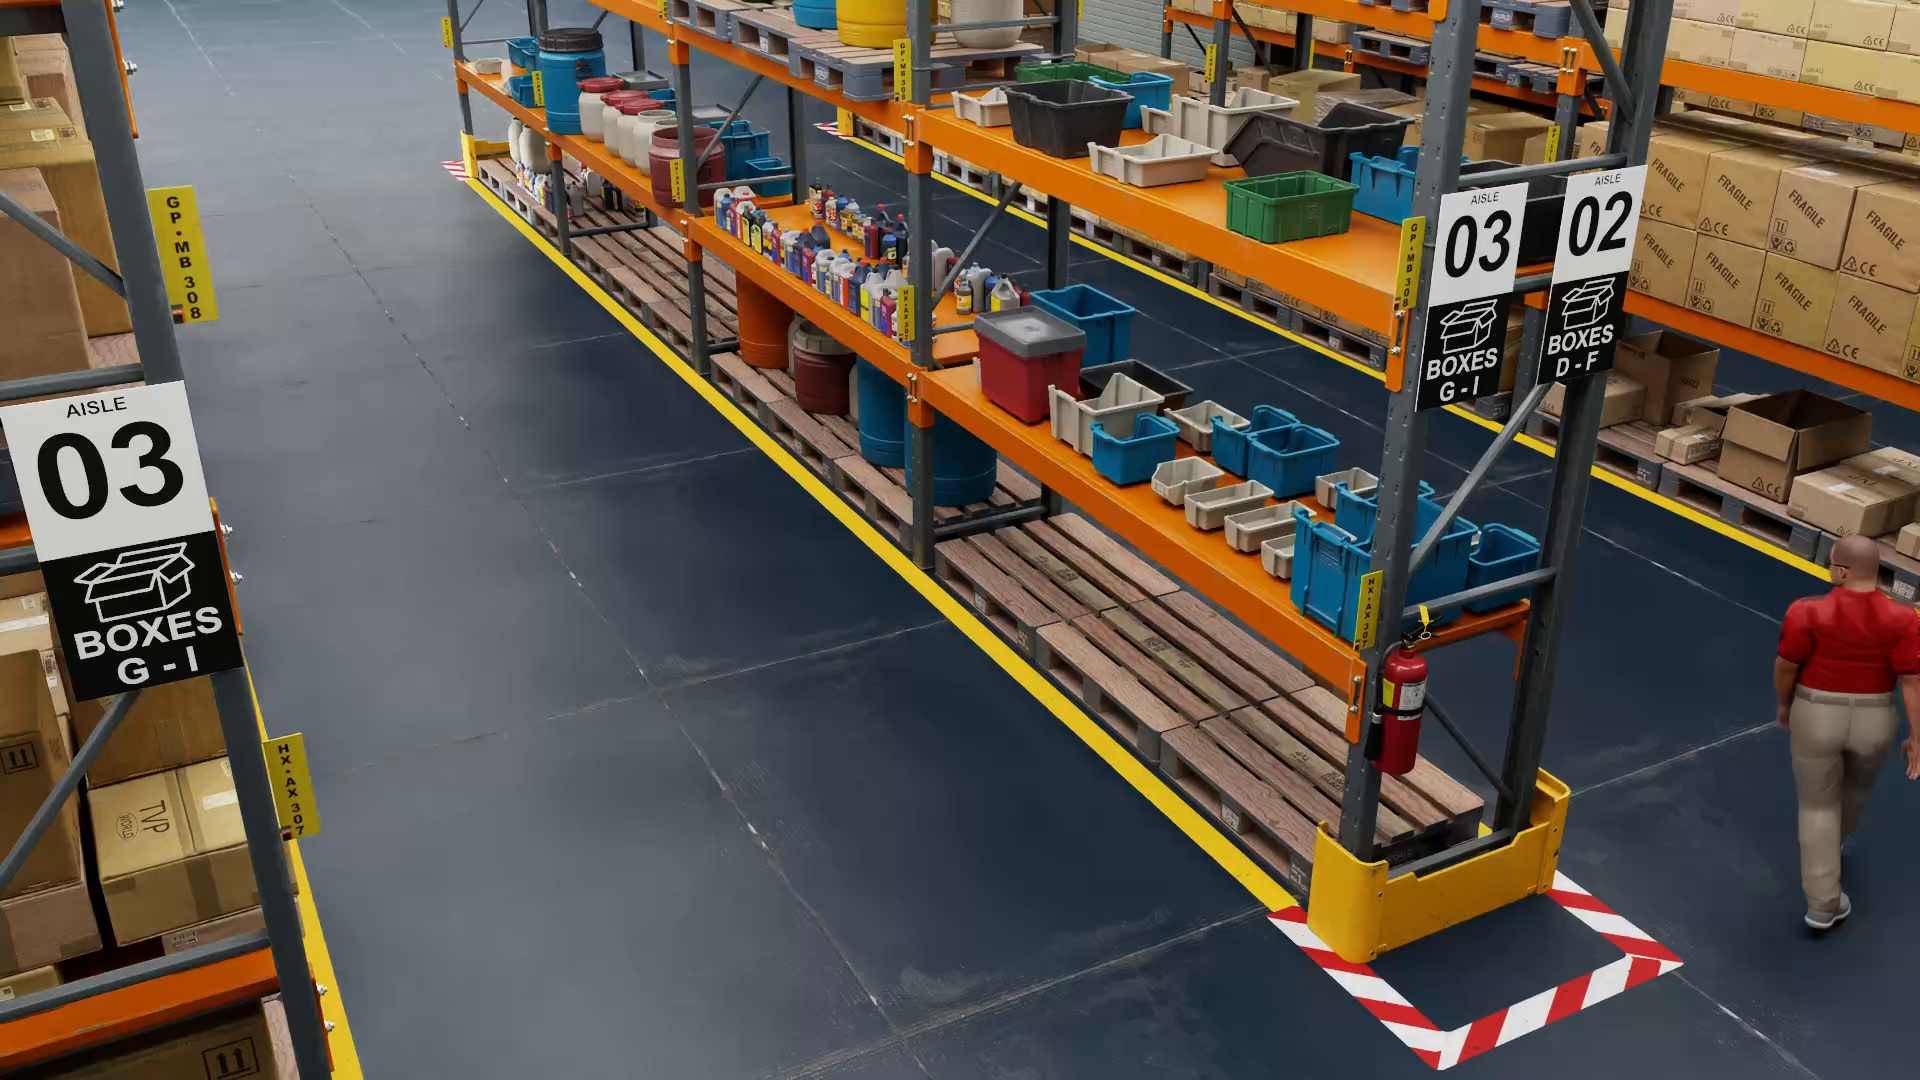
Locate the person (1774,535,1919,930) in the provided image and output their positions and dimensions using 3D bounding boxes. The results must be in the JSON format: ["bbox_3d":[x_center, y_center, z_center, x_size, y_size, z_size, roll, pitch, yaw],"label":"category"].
[{"bbox_3d":[3.738,0.728,7.093,0.616,1.671,0.936,7,26,14],"label":"person"}]
